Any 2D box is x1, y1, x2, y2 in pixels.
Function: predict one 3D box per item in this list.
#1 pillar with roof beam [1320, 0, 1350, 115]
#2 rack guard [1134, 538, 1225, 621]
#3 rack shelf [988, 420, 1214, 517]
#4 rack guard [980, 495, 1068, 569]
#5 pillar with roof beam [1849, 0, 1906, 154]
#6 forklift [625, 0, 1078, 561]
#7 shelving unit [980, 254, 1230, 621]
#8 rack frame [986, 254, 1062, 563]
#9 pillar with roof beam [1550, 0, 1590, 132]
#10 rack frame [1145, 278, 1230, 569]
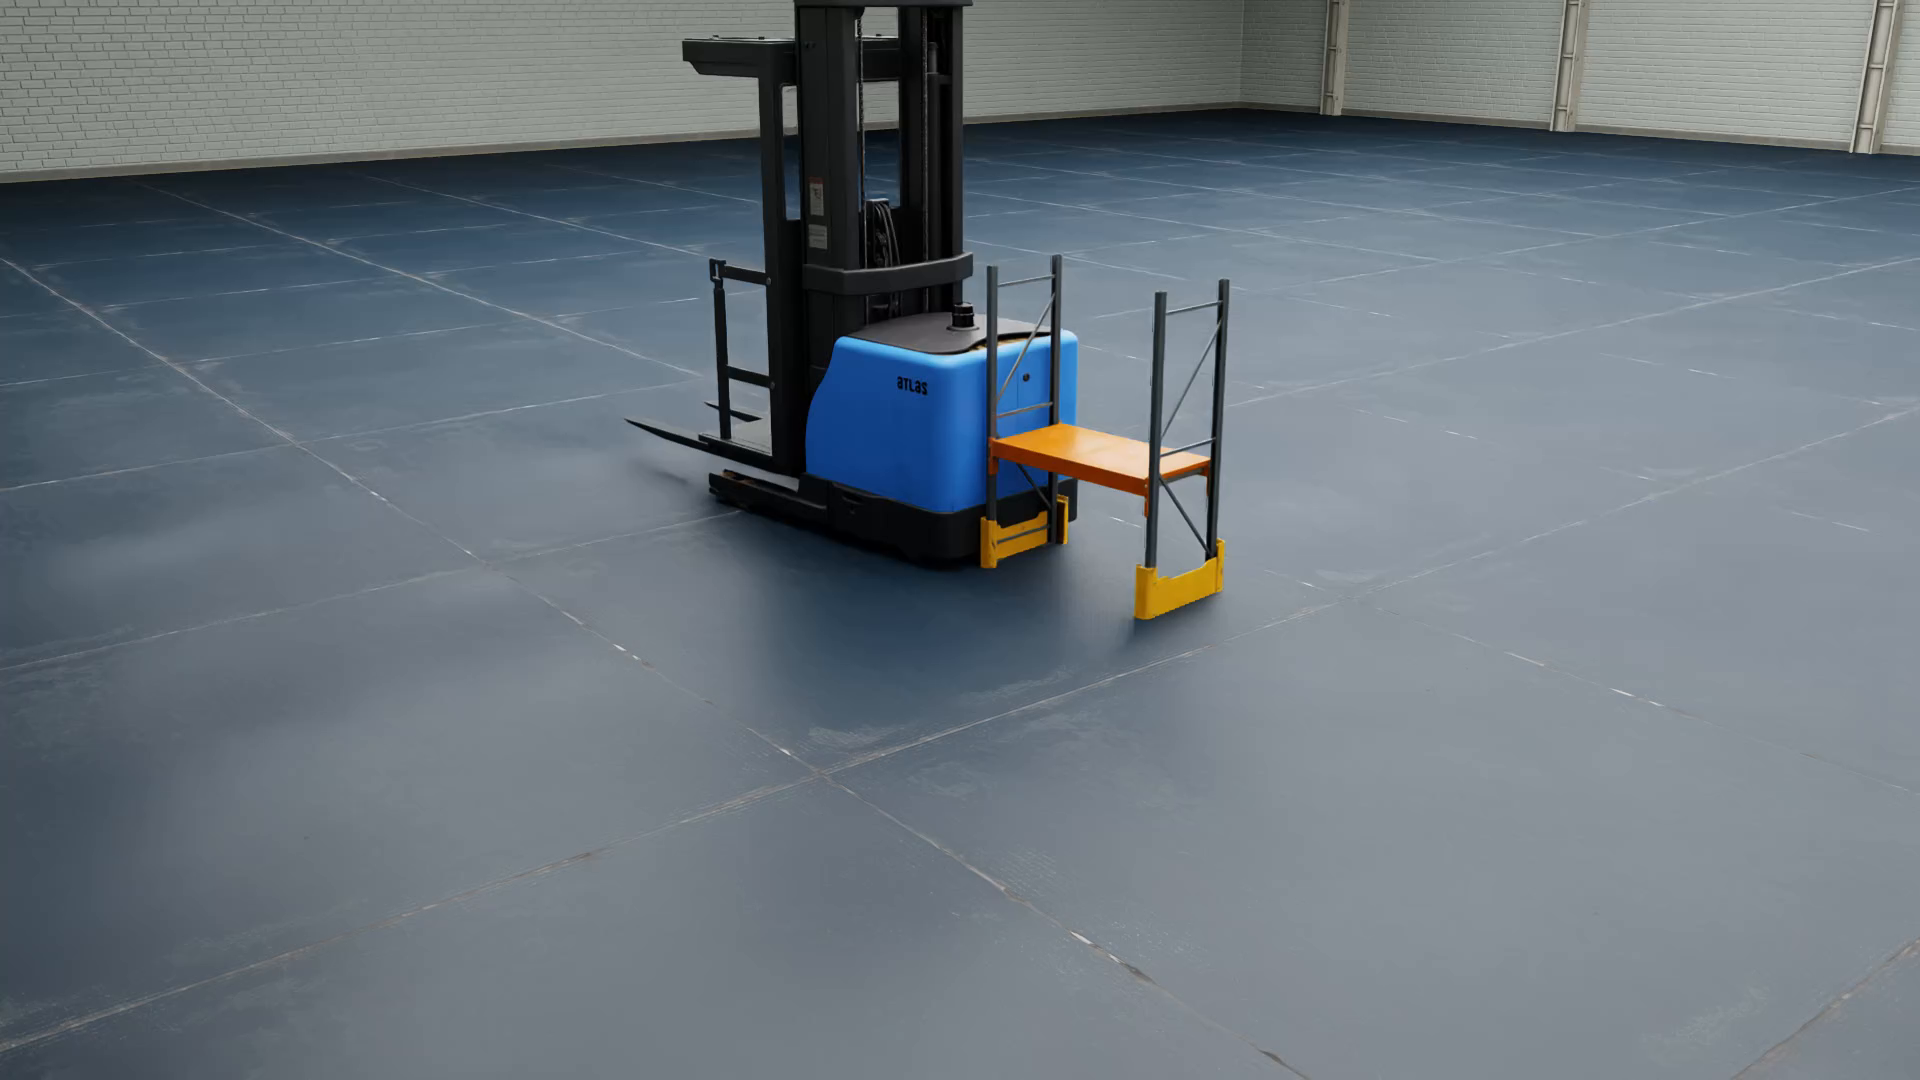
[{"bbox_3d":[5.177,-13.243,34.402,9.100,9.000,0.400,-14,23,-36],"label":"pillar with roof beam"},{"bbox_3d":[1.031,0.179,7.787,0.587,0.250,0.087,-17,25,-42],"label":"rack guard"},{"bbox_3d":[0.674,-0.357,7.989,0.538,0.185,1.000,-17,25,-42],"label":"rack shelf"},{"bbox_3d":[0.330,-0.044,8.458,0.587,0.250,0.087,-17,25,-42],"label":"rack guard"},{"bbox_3d":[12.628,-10.286,25.472,9.100,9.000,0.400,-14,23,-36],"label":"pillar with roof beam"},{"bbox_3d":[-0.770,-1.666,9.093,1.130,2.935,3.031,-17,25,-42],"label":"forklift"},{"bbox_3d":[0.681,-0.526,7.926,0.587,1.500,1.083,-17,25,-42],"label":"shelving unit"},{"bbox_3d":[0.317,-0.641,8.275,0.500,1.500,0.032,-17,25,-42],"label":"rack frame"},{"bbox_3d":[8.902,-11.765,29.937,9.100,9.000,0.400,-14,23,-36],"label":"pillar with roof beam"},{"bbox_3d":[1.032,-0.415,7.589,0.500,1.500,0.032,-17,25,-42],"label":"rack frame"}]
